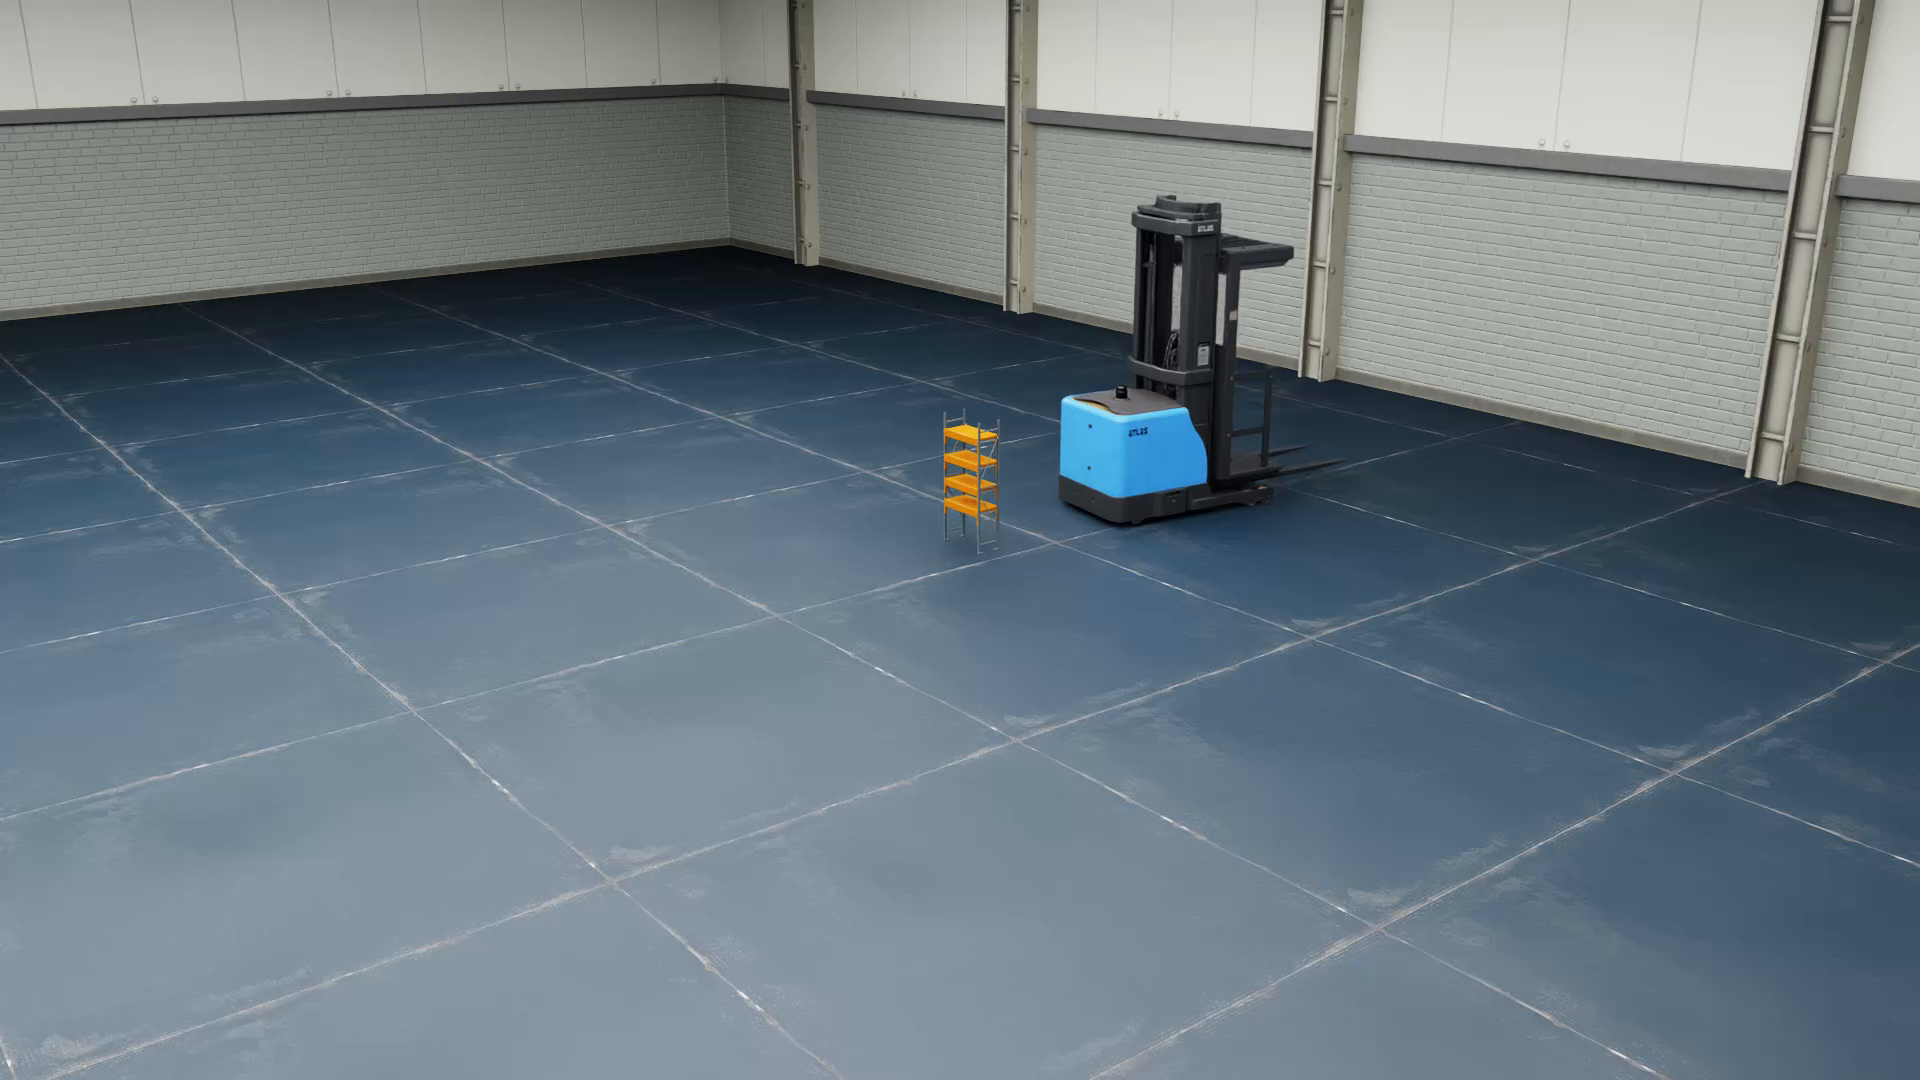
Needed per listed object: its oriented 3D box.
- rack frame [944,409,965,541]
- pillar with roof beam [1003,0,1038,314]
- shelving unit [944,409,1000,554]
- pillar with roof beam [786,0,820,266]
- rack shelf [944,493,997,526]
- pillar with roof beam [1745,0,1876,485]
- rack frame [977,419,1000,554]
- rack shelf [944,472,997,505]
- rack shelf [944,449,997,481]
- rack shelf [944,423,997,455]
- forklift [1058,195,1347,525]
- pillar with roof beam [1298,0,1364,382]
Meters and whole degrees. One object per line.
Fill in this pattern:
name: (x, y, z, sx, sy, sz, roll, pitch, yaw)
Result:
rack frame: (-0.049, -0.589, 15.120, 0.240, 1.200, 0.015, -14, 23, -36)
pillar with roof beam: (-2.454, -7.026, 22.152, 9.100, 9.000, 0.400, -14, 23, -36)
shelving unit: (0.103, -0.529, 14.938, 0.258, 1.200, 0.503, -14, 23, -36)
pillar with roof beam: (-6.180, -8.504, 26.617, 9.100, 9.000, 0.400, -14, 23, -36)
rack shelf: (0.103, -0.276, 15.022, 0.258, 0.148, 0.480, -14, 23, -36)
pillar with roof beam: (4.996, -4.069, 13.222, 9.100, 9.000, 0.400, -14, 23, -36)
rack frame: (0.254, -0.469, 14.757, 0.240, 1.200, 0.015, -14, 23, -36)
rack shelf: (0.103, -0.465, 14.959, 0.258, 0.148, 0.480, -14, 23, -36)
rack shelf: (0.103, -0.677, 14.889, 0.258, 0.148, 0.480, -14, 23, -36)
rack shelf: (0.103, -0.902, 14.815, 0.258, 0.148, 0.480, -14, 23, -36)
forklift: (2.494, -1.855, 16.188, 3.031, 2.935, 1.130, -10, 21, -29)
pillar with roof beam: (1.271, -5.547, 17.687, 9.100, 9.000, 0.400, -14, 23, -36)
